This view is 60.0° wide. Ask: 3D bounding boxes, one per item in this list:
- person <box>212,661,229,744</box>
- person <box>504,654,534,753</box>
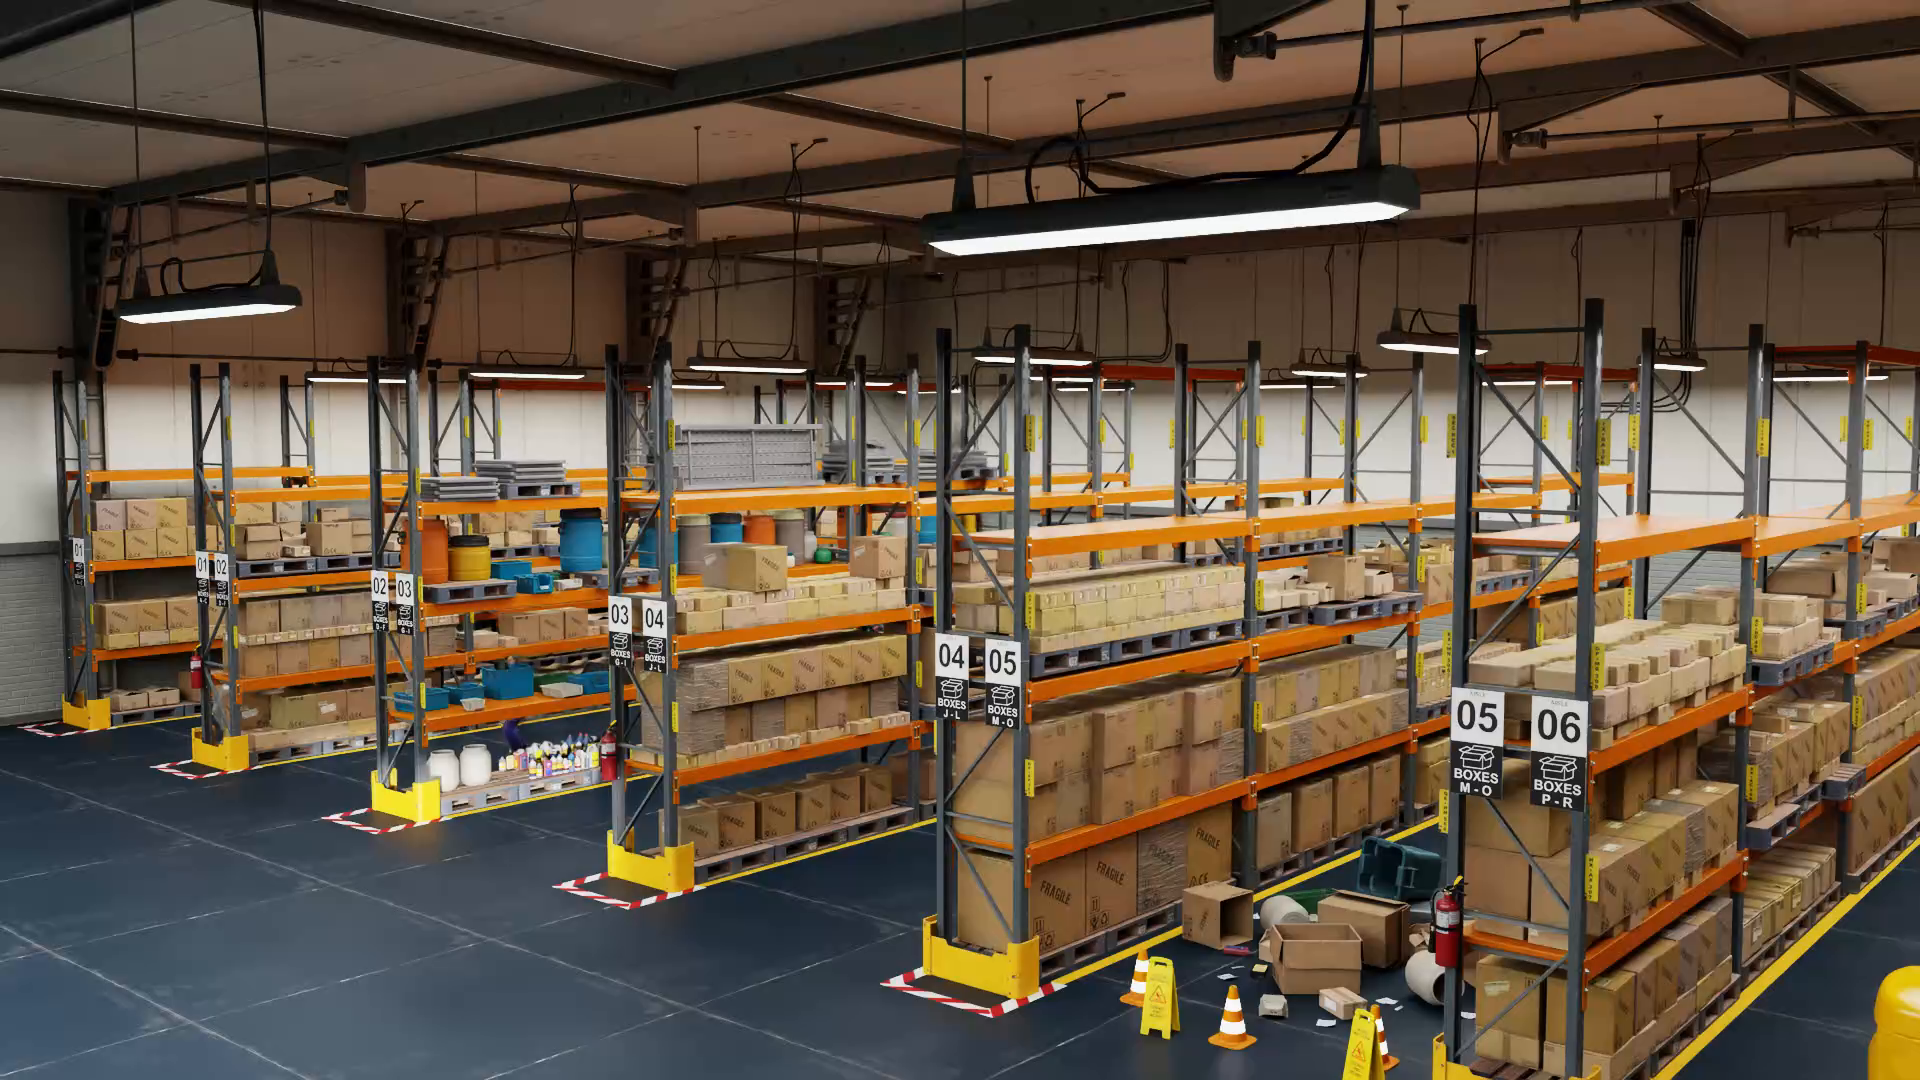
[{"bbox_3d":[-11.588,2.381,26.485,0.669,1.779,0.659,2,5,28],"label":"person"},{"bbox_3d":[-6.729,2.553,25.006,0.586,1.676,0.661,3,5,33],"label":"person"}]
